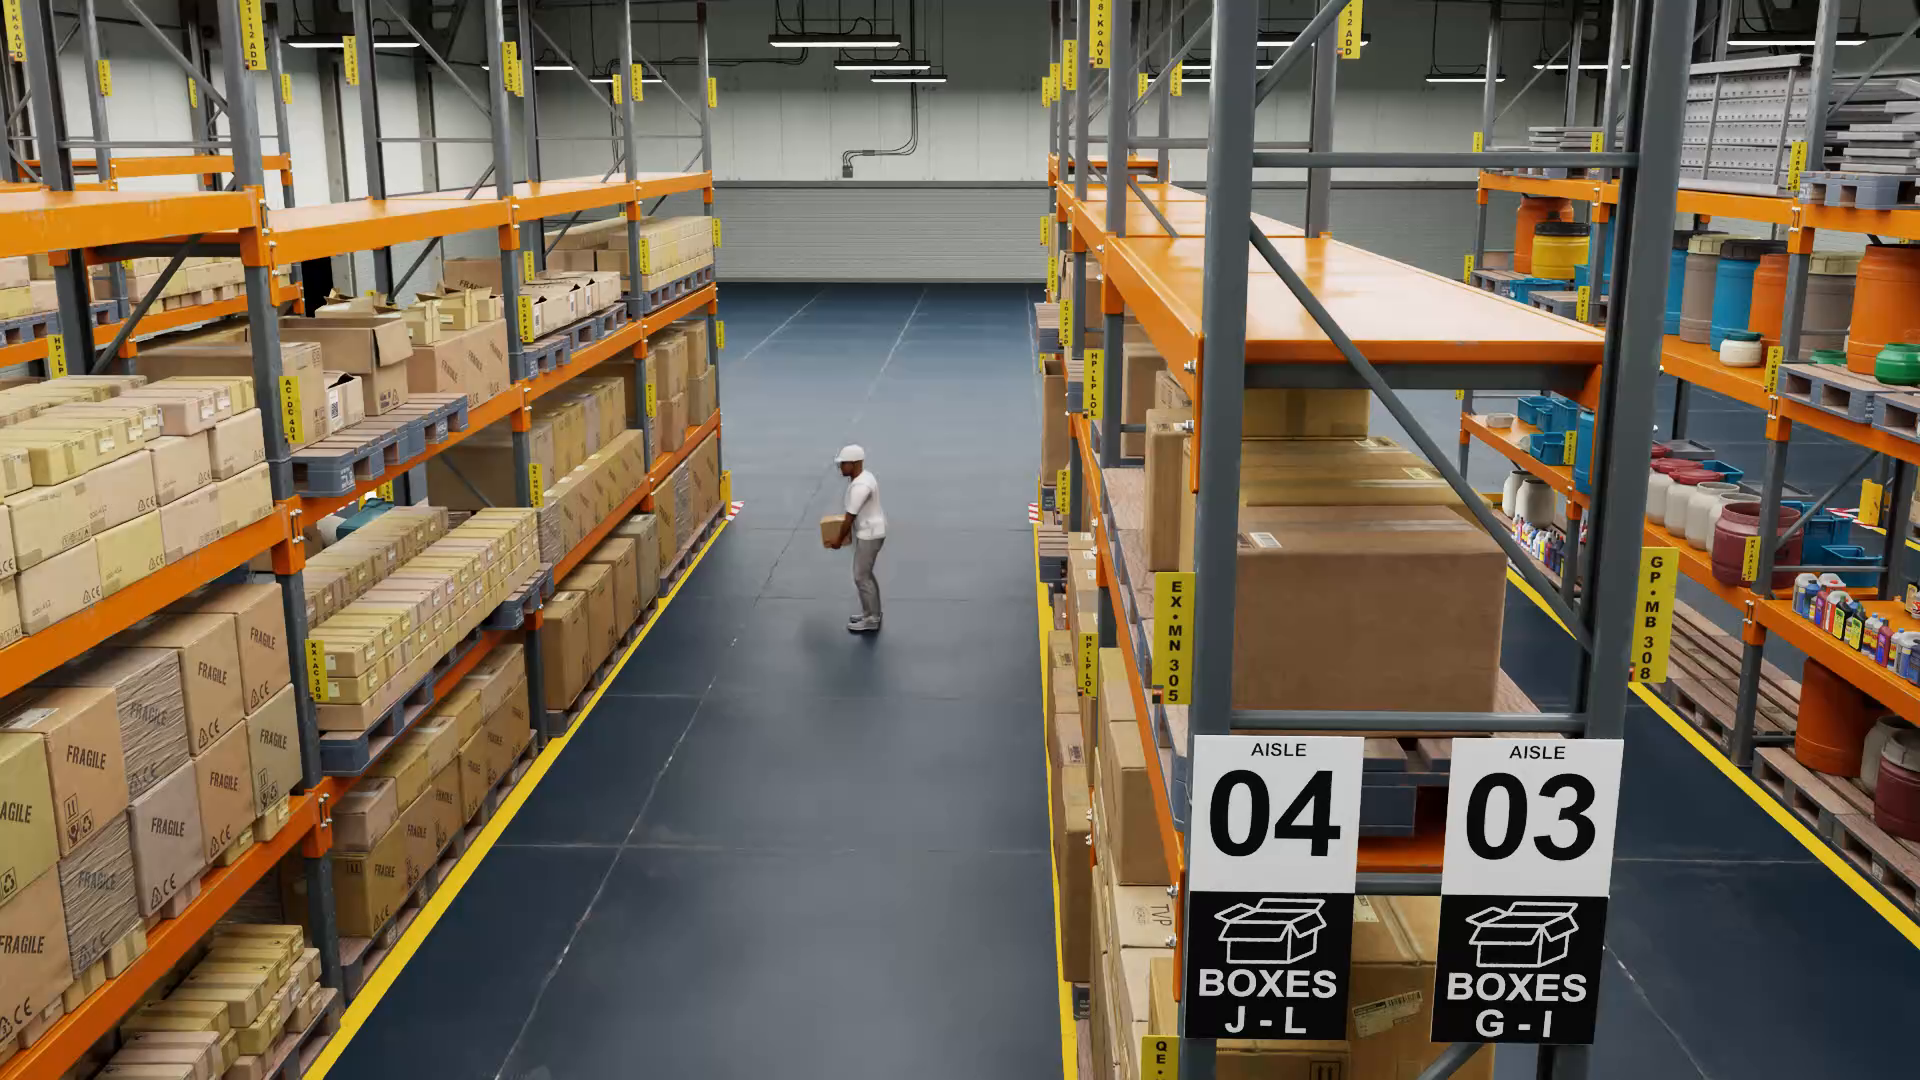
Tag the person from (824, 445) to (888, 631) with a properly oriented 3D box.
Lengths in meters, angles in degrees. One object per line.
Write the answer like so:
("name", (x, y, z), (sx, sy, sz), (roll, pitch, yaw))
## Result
("person", (-0.975, -0.030, 15.607), (0.592, 1.746, 0.501), (0, 14, 0))
